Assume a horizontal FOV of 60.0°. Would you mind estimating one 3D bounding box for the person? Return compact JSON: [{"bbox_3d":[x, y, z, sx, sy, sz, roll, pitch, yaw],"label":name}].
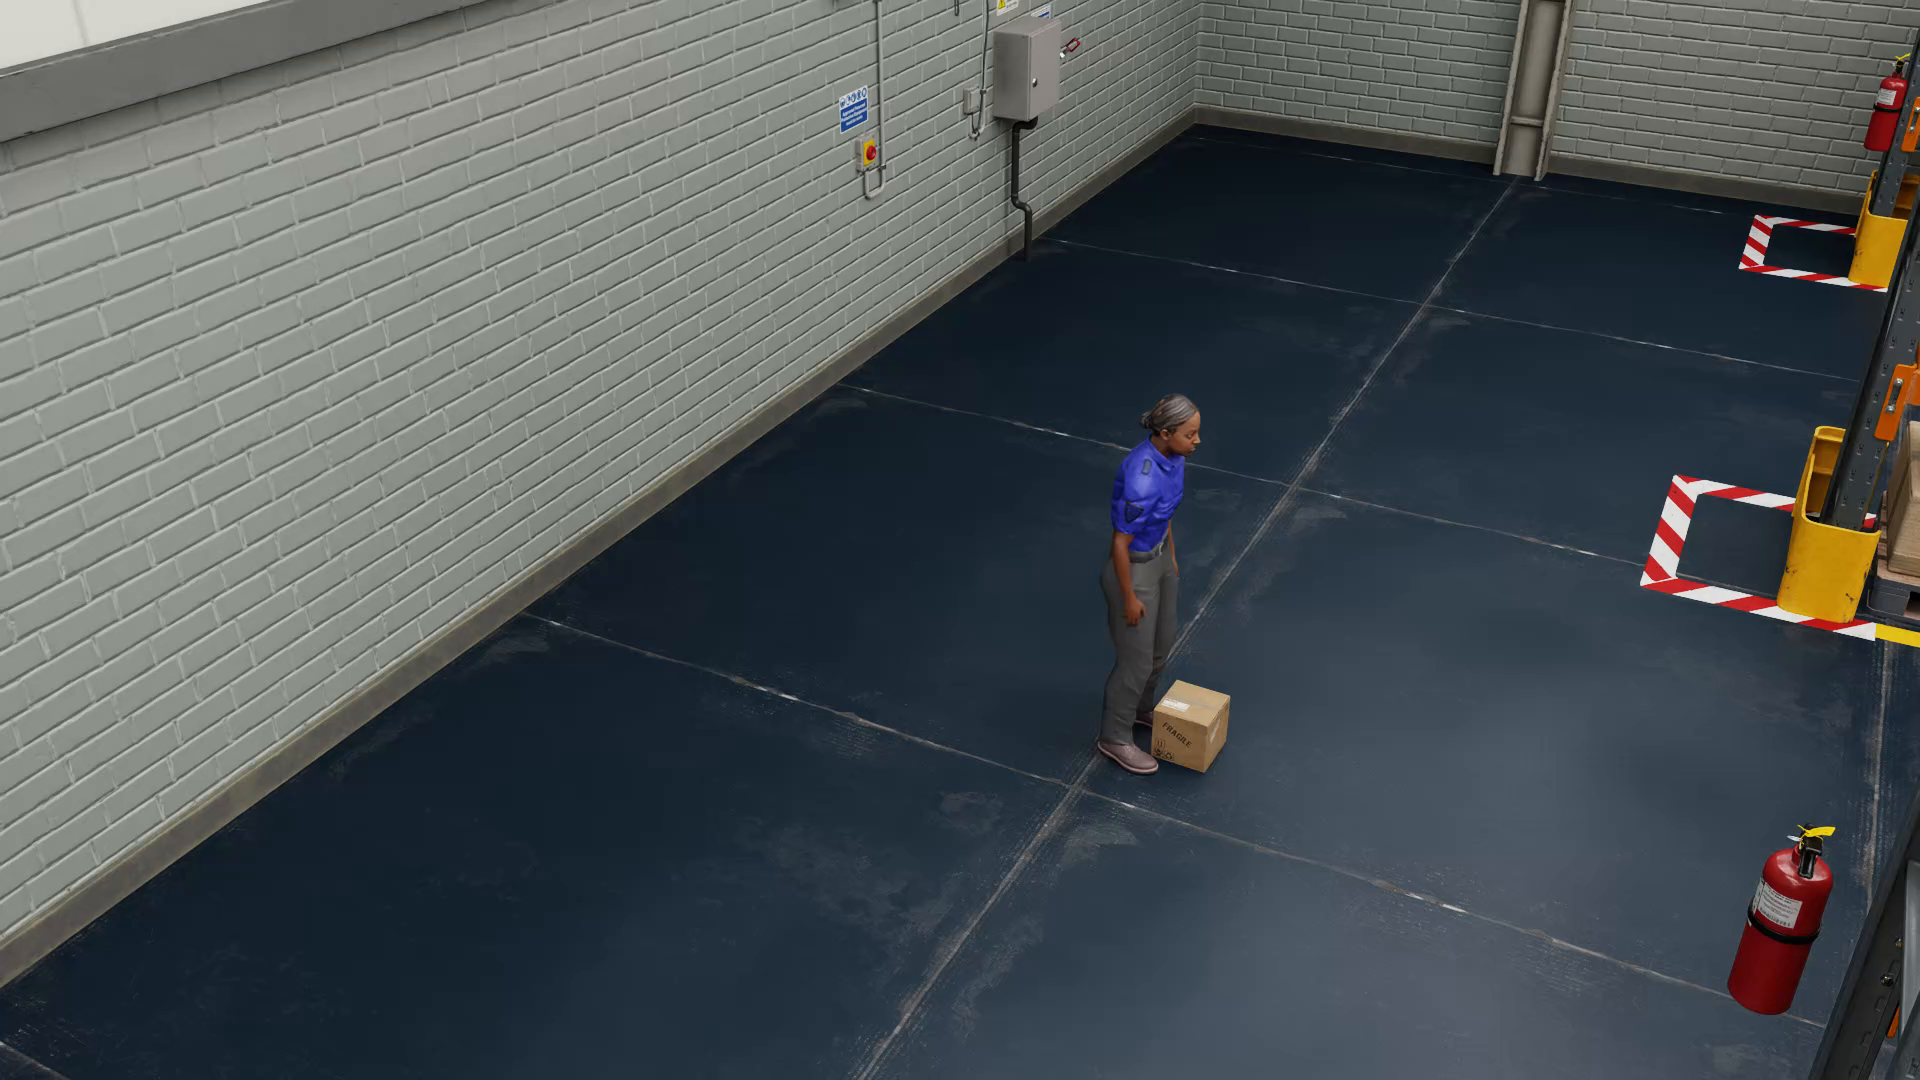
[{"bbox_3d":[0.773,0.148,6.881,0.350,1.654,0.501,15,33,23],"label":"person"}]
